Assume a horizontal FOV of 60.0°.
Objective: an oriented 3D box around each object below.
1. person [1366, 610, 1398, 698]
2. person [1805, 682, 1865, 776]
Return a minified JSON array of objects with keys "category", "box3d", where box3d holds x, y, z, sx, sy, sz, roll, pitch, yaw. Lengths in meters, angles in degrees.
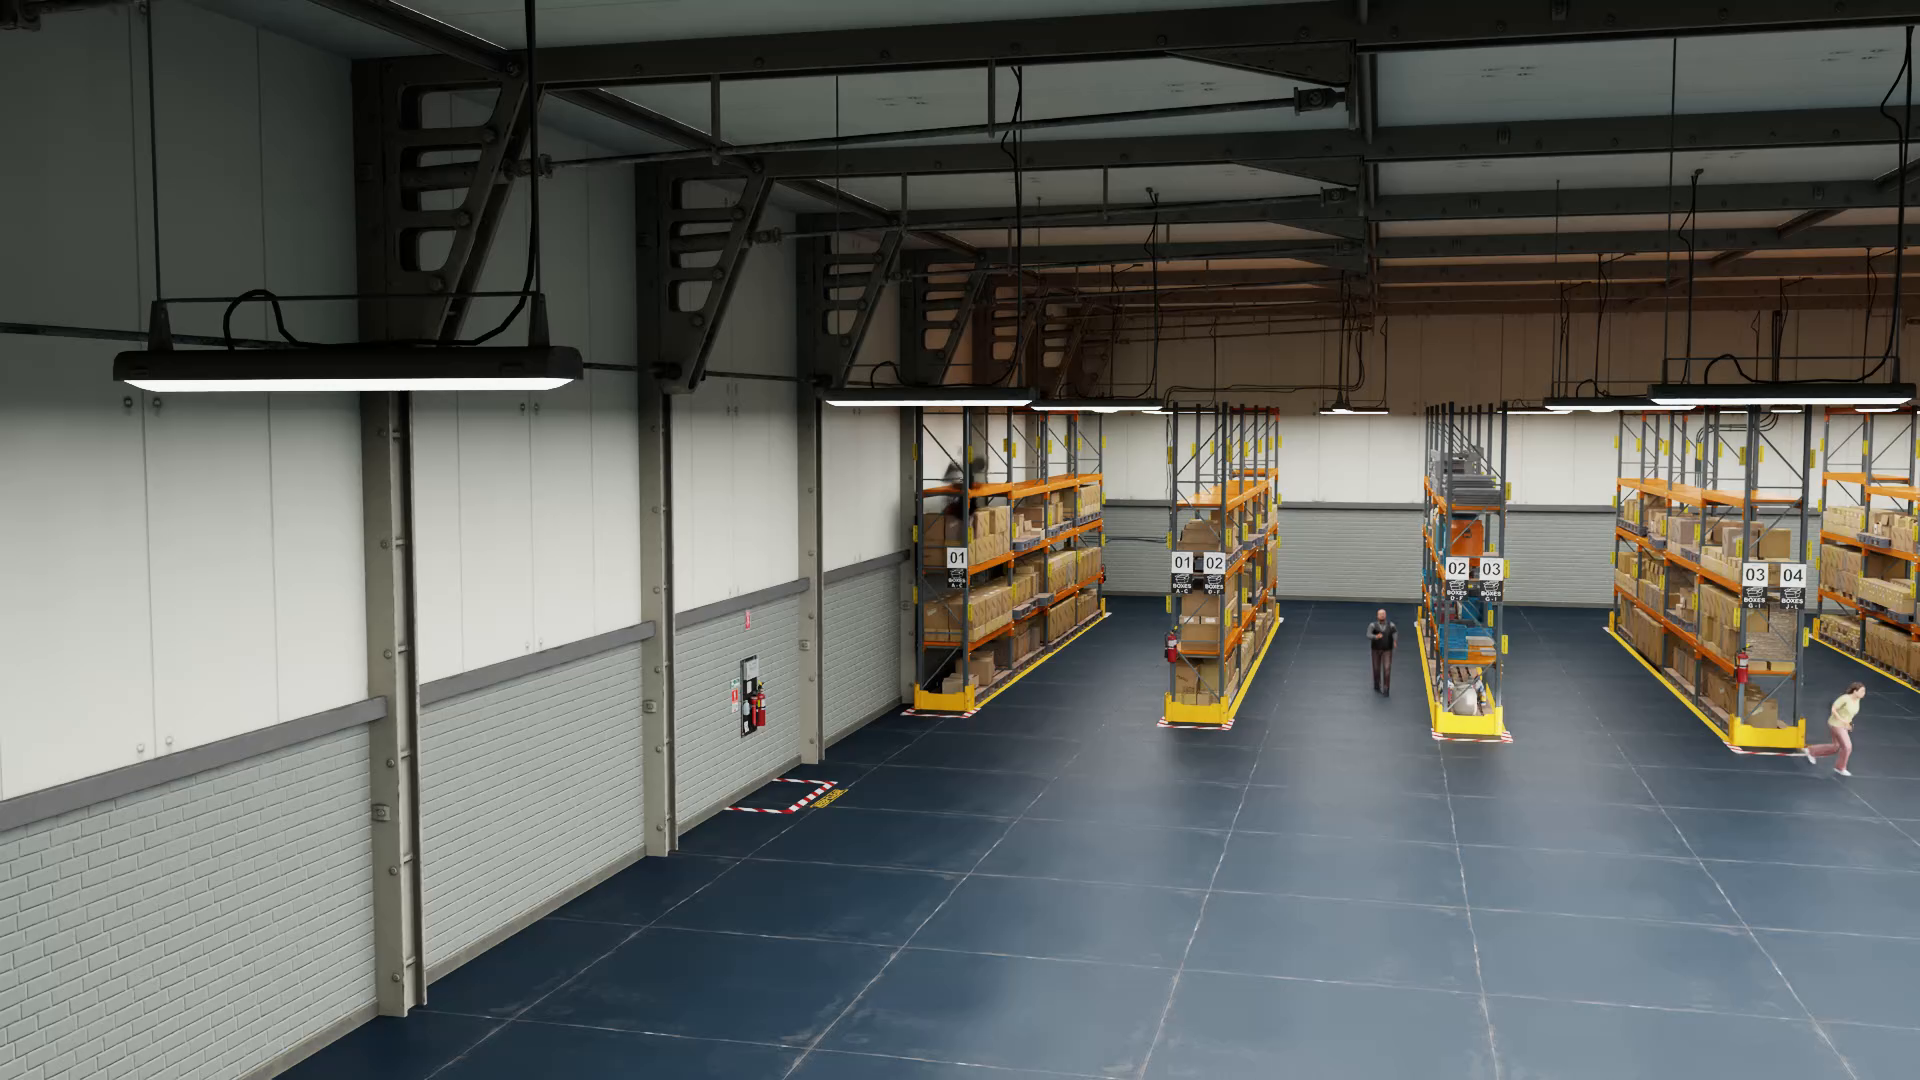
[{"category":"person","box3d":[8.711,2.316,34.337,0.635,1.767,0.840,1,4,13]},{"category":"person","box3d":[14.082,3.003,26.758,0.573,1.549,0.920,-3,5,-32]}]
